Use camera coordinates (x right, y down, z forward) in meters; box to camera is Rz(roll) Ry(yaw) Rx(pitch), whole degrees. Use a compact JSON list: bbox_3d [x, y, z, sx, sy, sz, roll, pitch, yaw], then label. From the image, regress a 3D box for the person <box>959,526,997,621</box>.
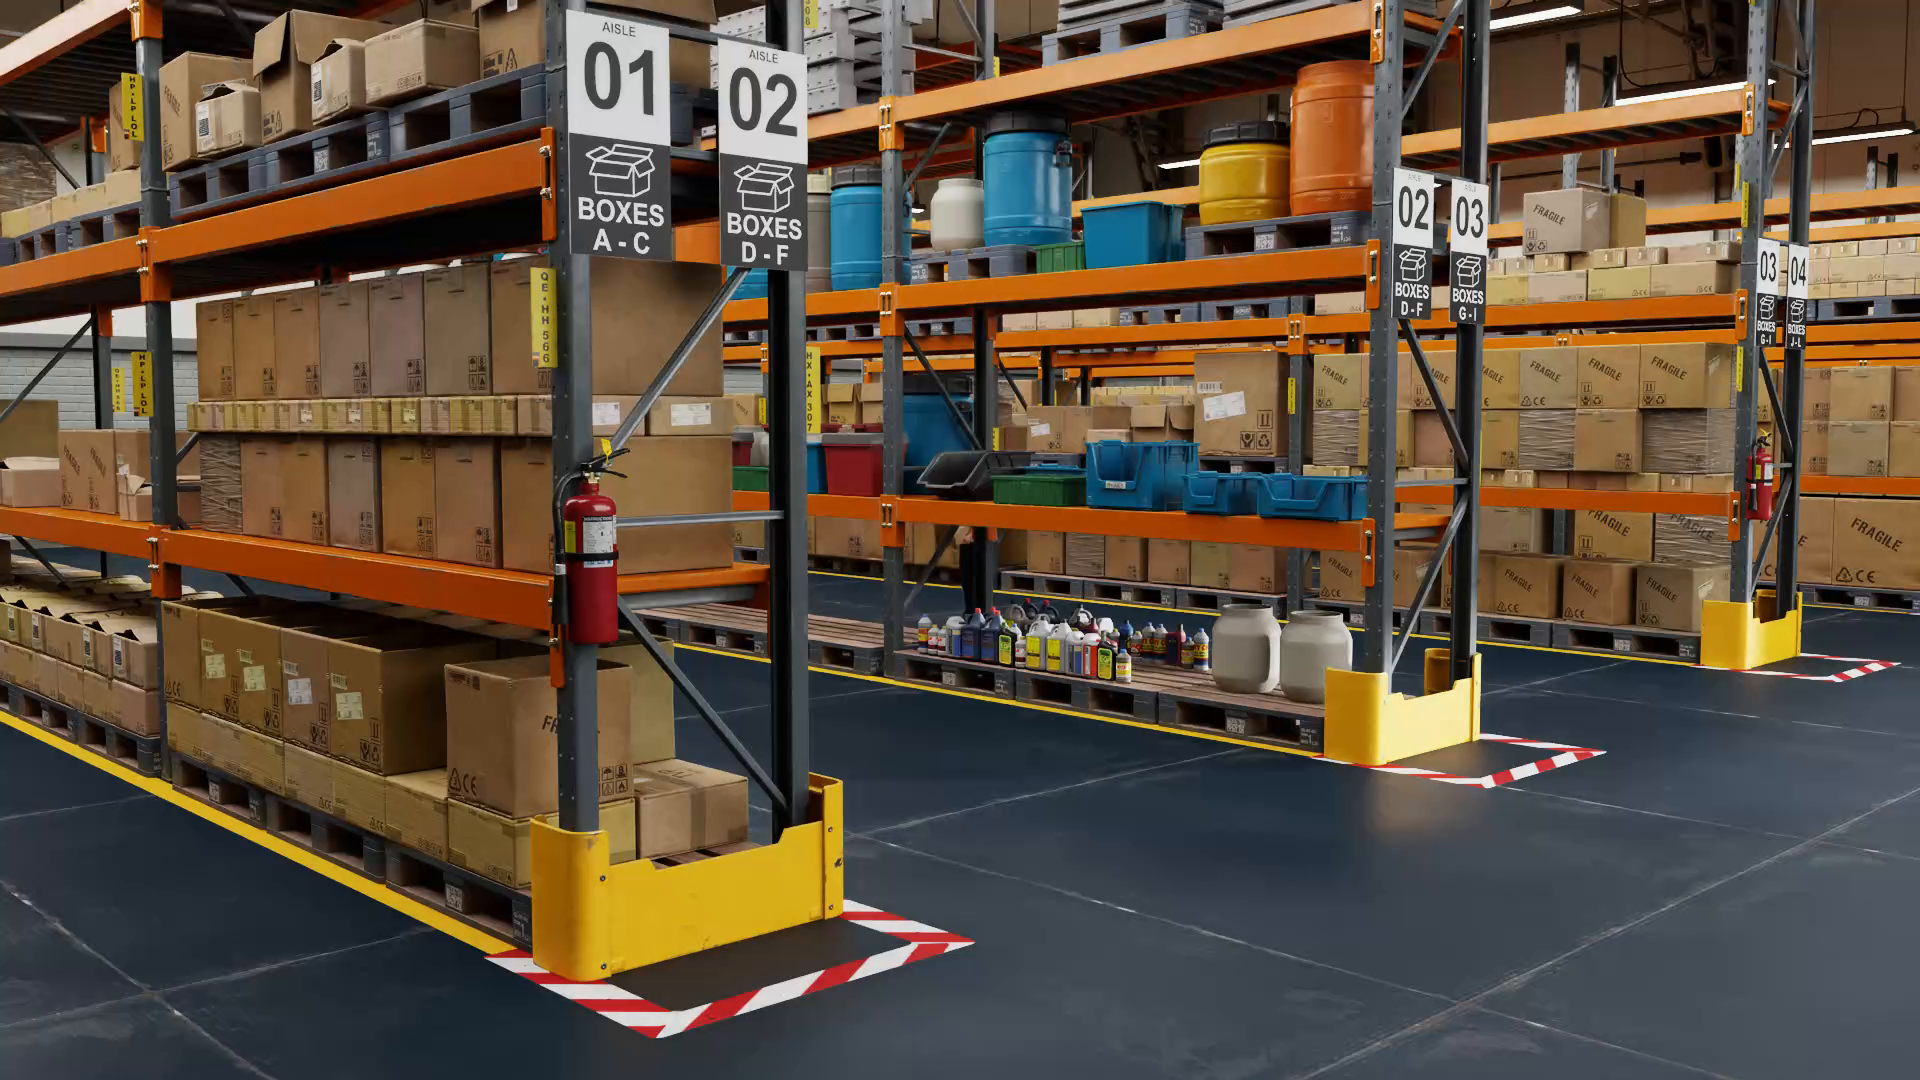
[{"bbox_3d":[0.092,0.030,14.393,0.499,1.599,0.375,-4,6,-45],"label":"person"}]
